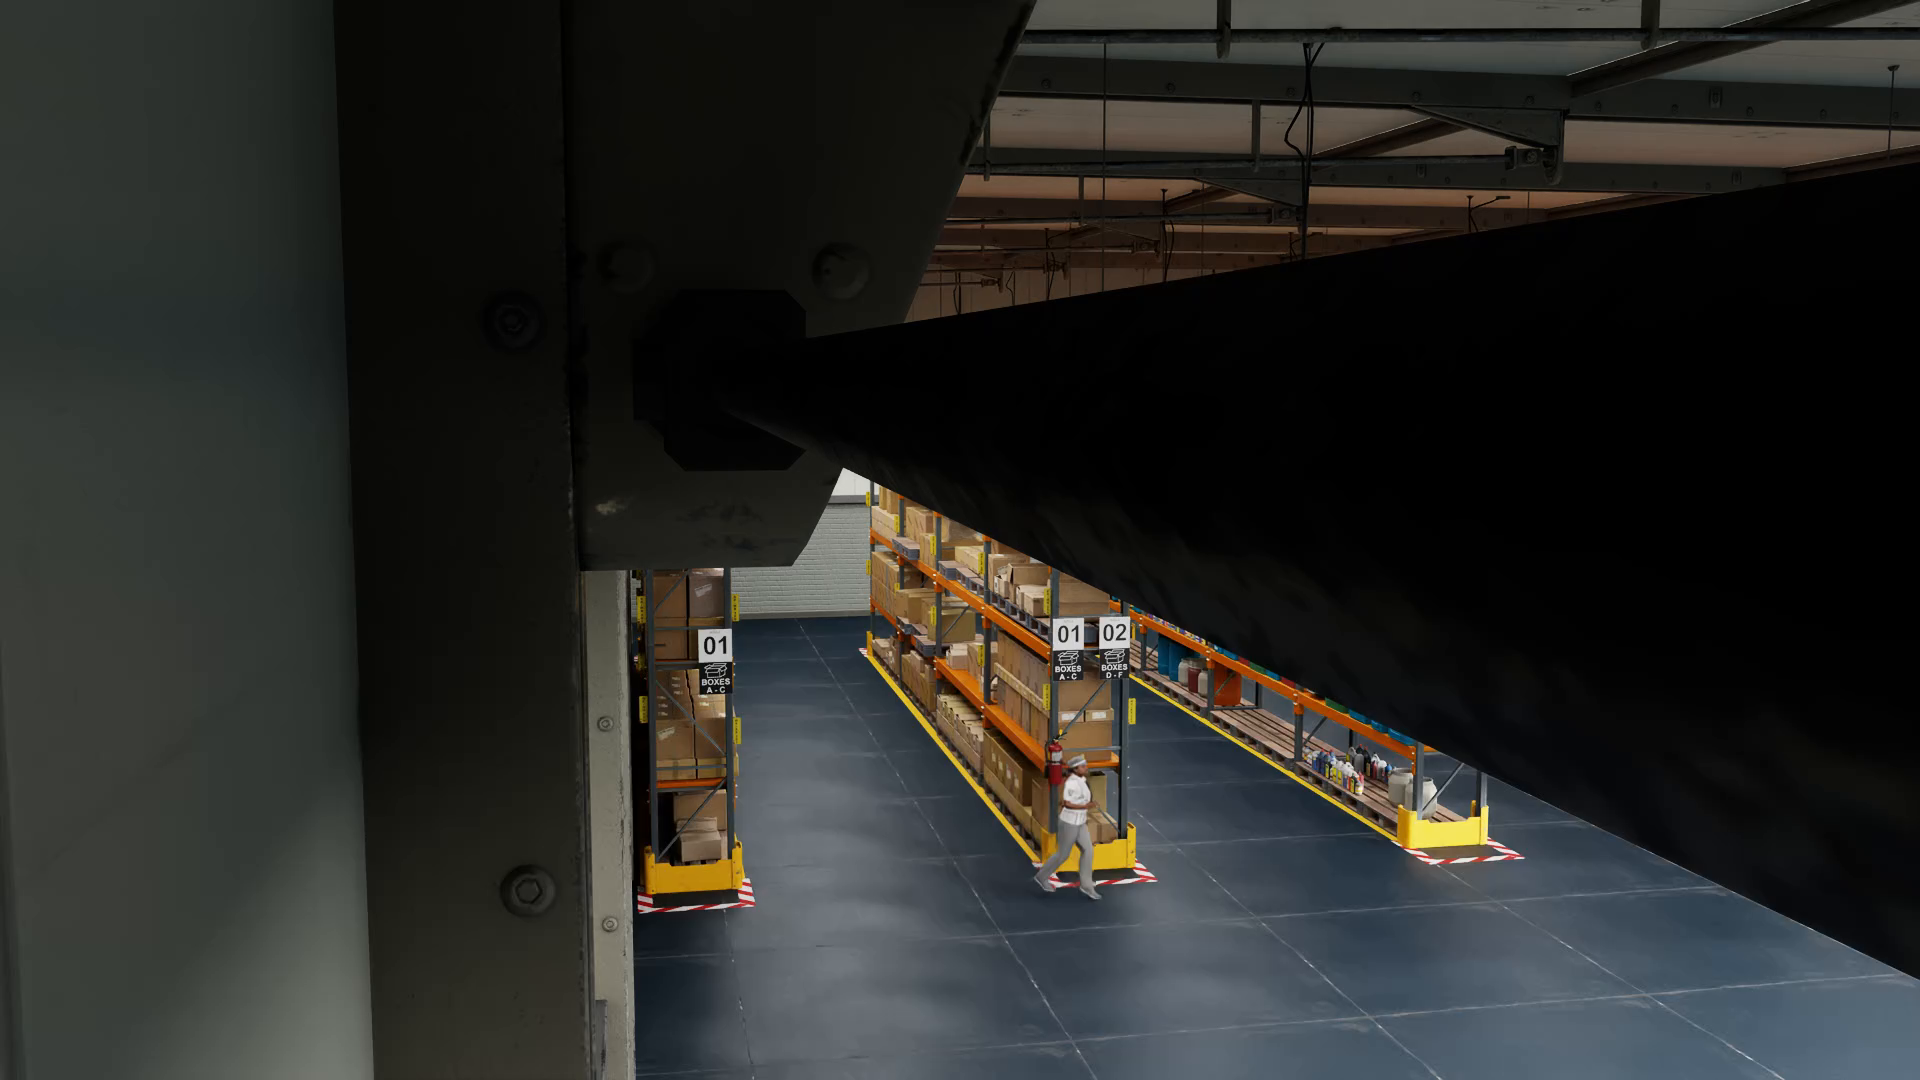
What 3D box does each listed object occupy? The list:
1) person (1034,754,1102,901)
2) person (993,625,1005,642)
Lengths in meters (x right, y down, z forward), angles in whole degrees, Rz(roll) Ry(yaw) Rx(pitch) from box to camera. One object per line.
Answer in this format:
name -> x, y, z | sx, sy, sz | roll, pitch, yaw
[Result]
person -> 1.335, 3.416, 19.927 | 0.829, 1.726, 0.588 | 3, 7, 24
person -> 0.909, 1.912, 34.745 | 0.582, 1.615, 0.557 | -2, 6, -20
